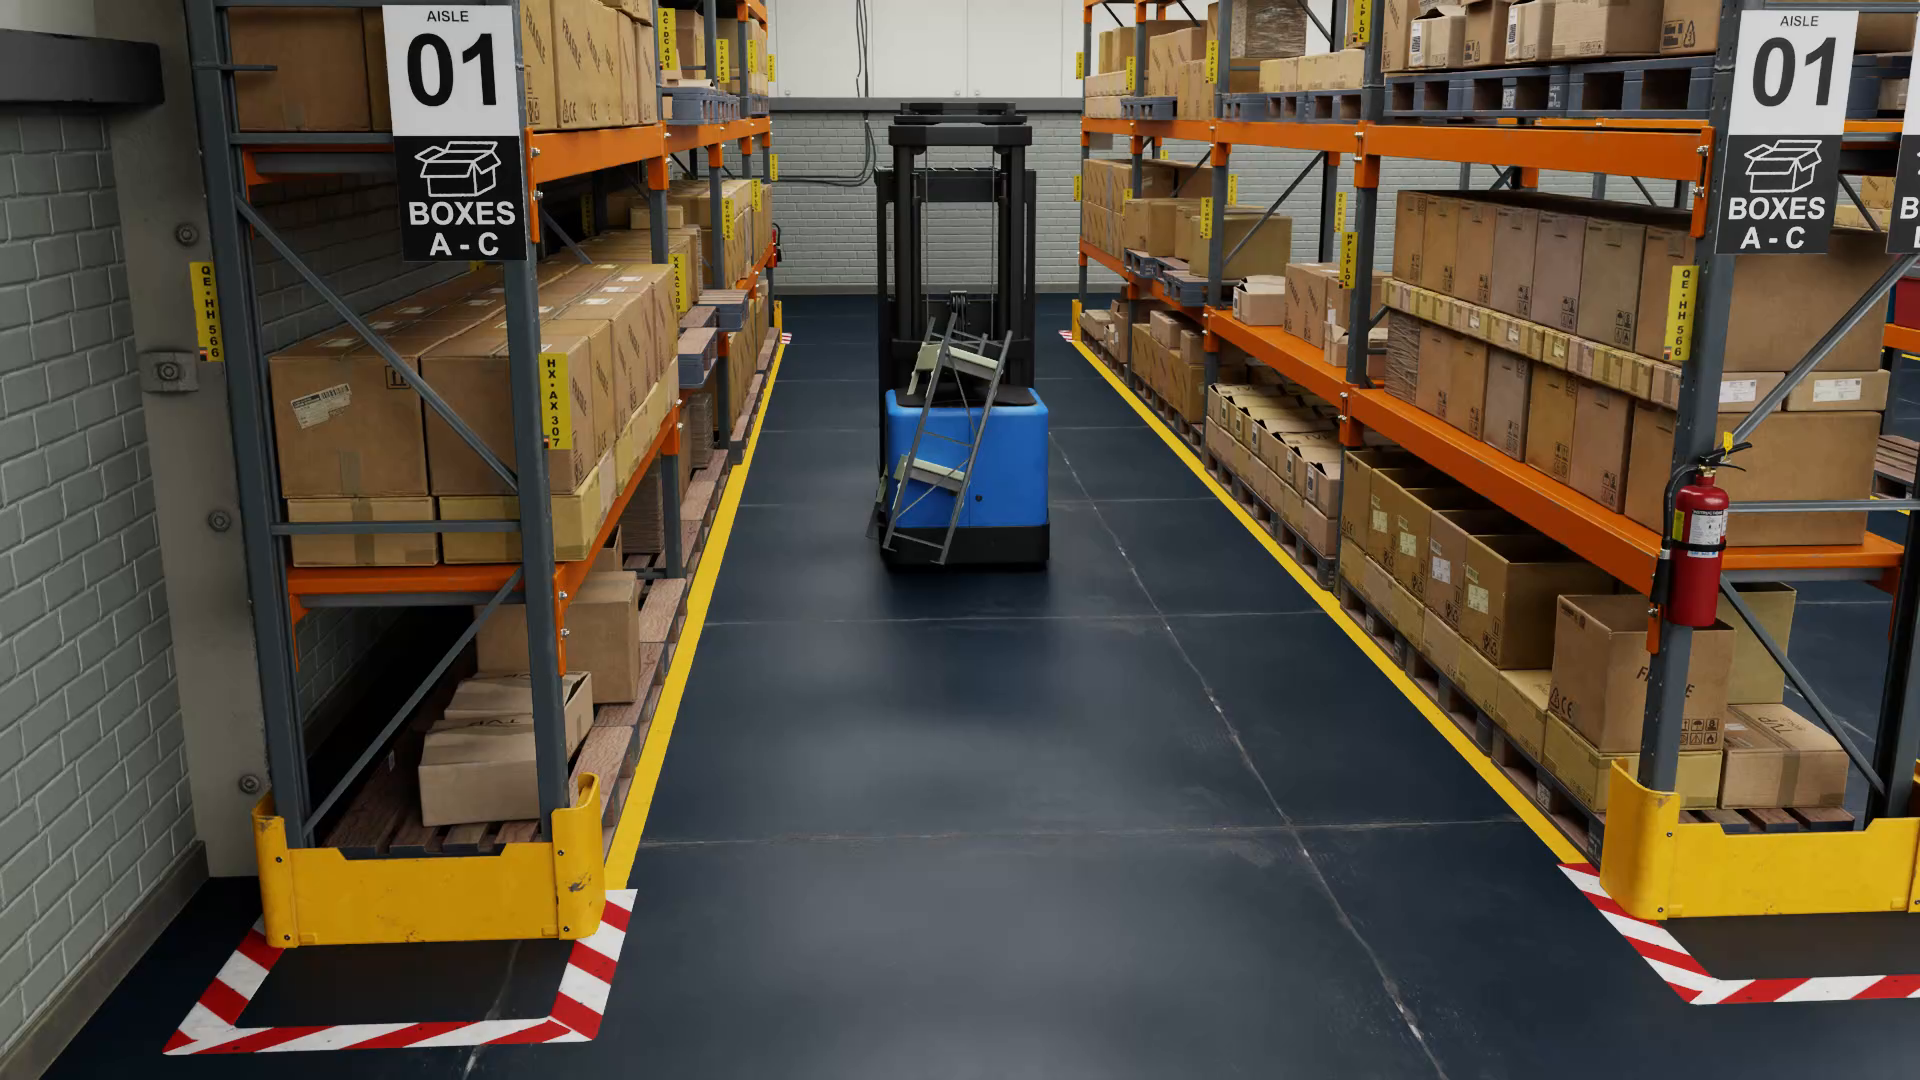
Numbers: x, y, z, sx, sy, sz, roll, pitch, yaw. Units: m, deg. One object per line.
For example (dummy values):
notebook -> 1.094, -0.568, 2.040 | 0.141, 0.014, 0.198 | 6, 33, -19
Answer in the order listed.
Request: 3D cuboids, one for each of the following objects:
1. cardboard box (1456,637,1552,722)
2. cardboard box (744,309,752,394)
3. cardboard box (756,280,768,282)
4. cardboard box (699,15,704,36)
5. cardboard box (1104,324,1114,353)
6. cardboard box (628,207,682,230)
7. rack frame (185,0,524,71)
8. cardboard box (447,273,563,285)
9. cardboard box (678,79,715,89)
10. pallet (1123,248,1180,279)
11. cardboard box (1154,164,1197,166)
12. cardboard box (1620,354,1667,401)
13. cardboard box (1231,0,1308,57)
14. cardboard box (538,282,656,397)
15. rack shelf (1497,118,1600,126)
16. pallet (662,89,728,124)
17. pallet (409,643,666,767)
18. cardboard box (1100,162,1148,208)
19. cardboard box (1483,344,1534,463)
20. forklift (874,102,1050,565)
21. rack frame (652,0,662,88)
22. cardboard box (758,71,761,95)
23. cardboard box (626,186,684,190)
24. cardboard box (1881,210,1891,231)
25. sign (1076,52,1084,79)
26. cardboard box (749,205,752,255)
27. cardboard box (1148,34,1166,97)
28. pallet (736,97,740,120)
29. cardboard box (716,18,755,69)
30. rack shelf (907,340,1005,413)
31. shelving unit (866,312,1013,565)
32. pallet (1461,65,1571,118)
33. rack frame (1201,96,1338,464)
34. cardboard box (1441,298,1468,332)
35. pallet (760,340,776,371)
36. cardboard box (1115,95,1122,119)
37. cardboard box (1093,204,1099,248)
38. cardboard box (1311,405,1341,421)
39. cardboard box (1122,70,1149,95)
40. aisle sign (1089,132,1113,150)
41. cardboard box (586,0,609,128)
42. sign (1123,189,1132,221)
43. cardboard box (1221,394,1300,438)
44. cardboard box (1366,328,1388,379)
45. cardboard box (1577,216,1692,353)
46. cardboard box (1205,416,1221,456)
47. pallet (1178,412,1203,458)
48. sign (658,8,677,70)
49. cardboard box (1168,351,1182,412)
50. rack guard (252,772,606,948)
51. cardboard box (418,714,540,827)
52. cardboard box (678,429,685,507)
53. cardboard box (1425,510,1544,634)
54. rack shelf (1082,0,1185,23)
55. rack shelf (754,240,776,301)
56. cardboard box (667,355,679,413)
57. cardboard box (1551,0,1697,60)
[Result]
cardboard box -> 2.639, 0.636, 7.708 | 0.500, 0.250, 0.500 | -1, 14, -3
cardboard box -> -2.417, -1.803, 15.986 | 0.750, 0.750, 0.750 | 0, 14, -2
cardboard box -> -2.560, -3.122, 20.511 | 0.380, 0.149, 0.250 | -1, 14, -4
cardboard box -> -2.721, -4.878, 15.857 | 0.500, 0.250, 0.500 | 0, 14, 1
cardboard box -> 1.934, -2.334, 19.090 | 0.500, 0.311, 0.500 | -1, 14, -3
cardboard box -> -2.311, -2.437, 12.594 | 0.380, 0.149, 0.250 | -3, 15, -13
rack frame -> -1.901, -2.942, 4.903 | 1.000, 3.000, 0.127 | -1, 14, -3
cardboard box -> -2.300, -1.083, 8.473 | 0.500, 0.500, 0.500 | -1, 14, -4
cardboard box -> -2.083, -3.271, 12.339 | 0.500, 0.311, 0.500 | -1, 14, -3
pallet -> 2.240, -2.805, 16.796 | 1.003, 0.211, 1.213 | -1, 14, -3
cardboard box -> 2.487, -4.009, 18.882 | 0.500, 0.500, 0.500 | -1, 14, -5
cardboard box -> 2.811, -0.634, 6.469 | 0.380, 0.149, 0.250 | -1, 14, -2
cardboard box -> 2.526, -4.198, 13.596 | 0.500, 0.500, 0.500 | -1, 14, -3
cardboard box -> -1.754, -0.970, 8.032 | 0.500, 0.500, 0.500 | -1, 14, -5
rack shelf -> 7.119, -4.776, 19.493 | 1.077, 0.370, 4.000 | -1, 14, -3
pallet -> -2.148, -2.807, 10.772 | 1.213, 0.211, 1.003 | -1, 14, -3
pallet -> -1.994, 0.789, 8.035 | 1.003, 0.211, 1.213 | -1, 14, -3
cardboard box -> 1.914, -4.131, 19.356 | 0.500, 0.500, 0.500 | -1, 14, -4
cardboard box -> 2.928, -0.664, 7.887 | 0.700, 0.500, 0.500 | 0, 14, -2
forklift -> -0.044, -1.576, 11.770 | 1.130, 2.935, 3.031 | -1, 14, -4
rack frame -> -2.149, -3.937, 8.770 | 1.000, 3.000, 0.127 | -1, 14, -3
cardboard box -> -2.481, -5.084, 18.503 | 0.500, 0.250, 0.500 | -1, 14, -5
cardboard box -> -2.773, -3.084, 15.150 | 0.500, 0.250, 0.500 | -1, 14, -5
cardboard box -> 11.765, -3.939, 20.521 | 0.500, 0.250, 0.500 | -1, 14, -5
sign -> 1.510, -5.961, 20.902 | 0.100, 0.325, 0.005 | -1, 14, -3
cardboard box -> -2.365, -3.113, 16.767 | 0.500, 0.500, 0.500 | -1, 14, -4
cardboard box -> 2.257, -4.725, 16.608 | 0.600, 0.600, 0.600 | -2, 15, -9
pallet -> -2.539, -4.154, 16.017 | 0.805, 0.209, 1.217 | -1, 15, -6
cardboard box -> -2.409, -5.198, 17.442 | 0.500, 0.500, 0.500 | -1, 14, -4
rack shelf -> -0.035, -1.026, 10.551 | 0.431, 0.370, 0.720 | 16, 2, -12
shelving unit -> -0.146, -0.652, 10.566 | 0.431, 1.500, 0.755 | 16, 2, -12
pallet -> 2.946, -2.005, 7.456 | 1.003, 0.211, 1.213 | -1, 14, -3
rack frame -> 2.547, -2.104, 13.684 | 1.000, 3.000, 0.127 | -1, 14, -3
cardboard box -> 2.683, -1.148, 8.466 | 0.380, 0.149, 0.250 | -1, 14, -5
pallet -> -2.692, -2.165, 19.519 | 1.003, 0.211, 1.213 | -1, 14, -3
cardboard box -> 1.983, -4.720, 18.134 | 0.500, 0.250, 0.500 | -1, 14, -3
cardboard box -> 1.881, -3.775, 19.976 | 0.500, 0.500, 0.500 | -1, 14, -4
cardboard box -> 2.892, -0.866, 12.423 | 0.500, 0.311, 0.500 | -1, 14, -4
cardboard box -> 1.998, -4.838, 17.587 | 0.500, 0.250, 0.500 | -1, 14, -3
aisle sign -> 1.754, -5.365, 21.141 | 0.394, 0.787, 0.004 | -1, 14, -3
cardboard box -> -1.706, -1.898, 6.623 | 0.500, 0.500, 0.500 | 0, 14, -1
sign -> 1.758, -3.508, 17.403 | 0.100, 0.325, 0.005 | -1, 14, -3
cardboard box -> 2.327, -0.982, 12.874 | 0.500, 0.311, 0.500 | -1, 14, -5
cardboard box -> 2.721, -1.158, 10.310 | 0.500, 0.250, 0.500 | 0, 14, 0
cardboard box -> 2.985, -1.051, 6.789 | 0.700, 0.500, 0.500 | -1, 14, -5
cardboard box -> 2.286, -0.841, 13.451 | 0.500, 0.250, 0.500 | -1, 14, -4
pallet -> 2.538, -0.940, 14.756 | 1.003, 0.211, 1.213 | -1, 14, -3
sign -> -1.608, -2.745, 9.119 | 0.100, 0.325, 0.005 | -1, 14, -3
cardboard box -> 2.223, -1.464, 15.331 | 0.500, 0.500, 0.500 | -1, 14, -5
rack guard -> -1.906, 1.155, 6.036 | 1.175, 0.500, 0.348 | -1, 14, -3
cardboard box -> -1.854, 0.879, 6.605 | 0.500, 0.311, 0.500 | -3, 15, -10
cardboard box -> -2.285, -0.472, 11.476 | 0.700, 0.500, 0.500 | -1, 14, -3
cardboard box -> 2.606, 0.149, 8.098 | 0.500, 0.500, 0.500 | -1, 14, -3
rack shelf -> 2.175, -6.152, 18.826 | 1.077, 0.370, 4.000 | -1, 14, -3
rack shelf -> -2.769, -3.170, 19.273 | 1.077, 0.370, 4.000 | -1, 14, -3
cardboard box -> -1.817, -0.856, 9.094 | 0.500, 0.250, 0.500 | -1, 14, -3
cardboard box -> 2.708, -2.048, 6.624 | 0.500, 0.250, 0.500 | -1, 14, -3
